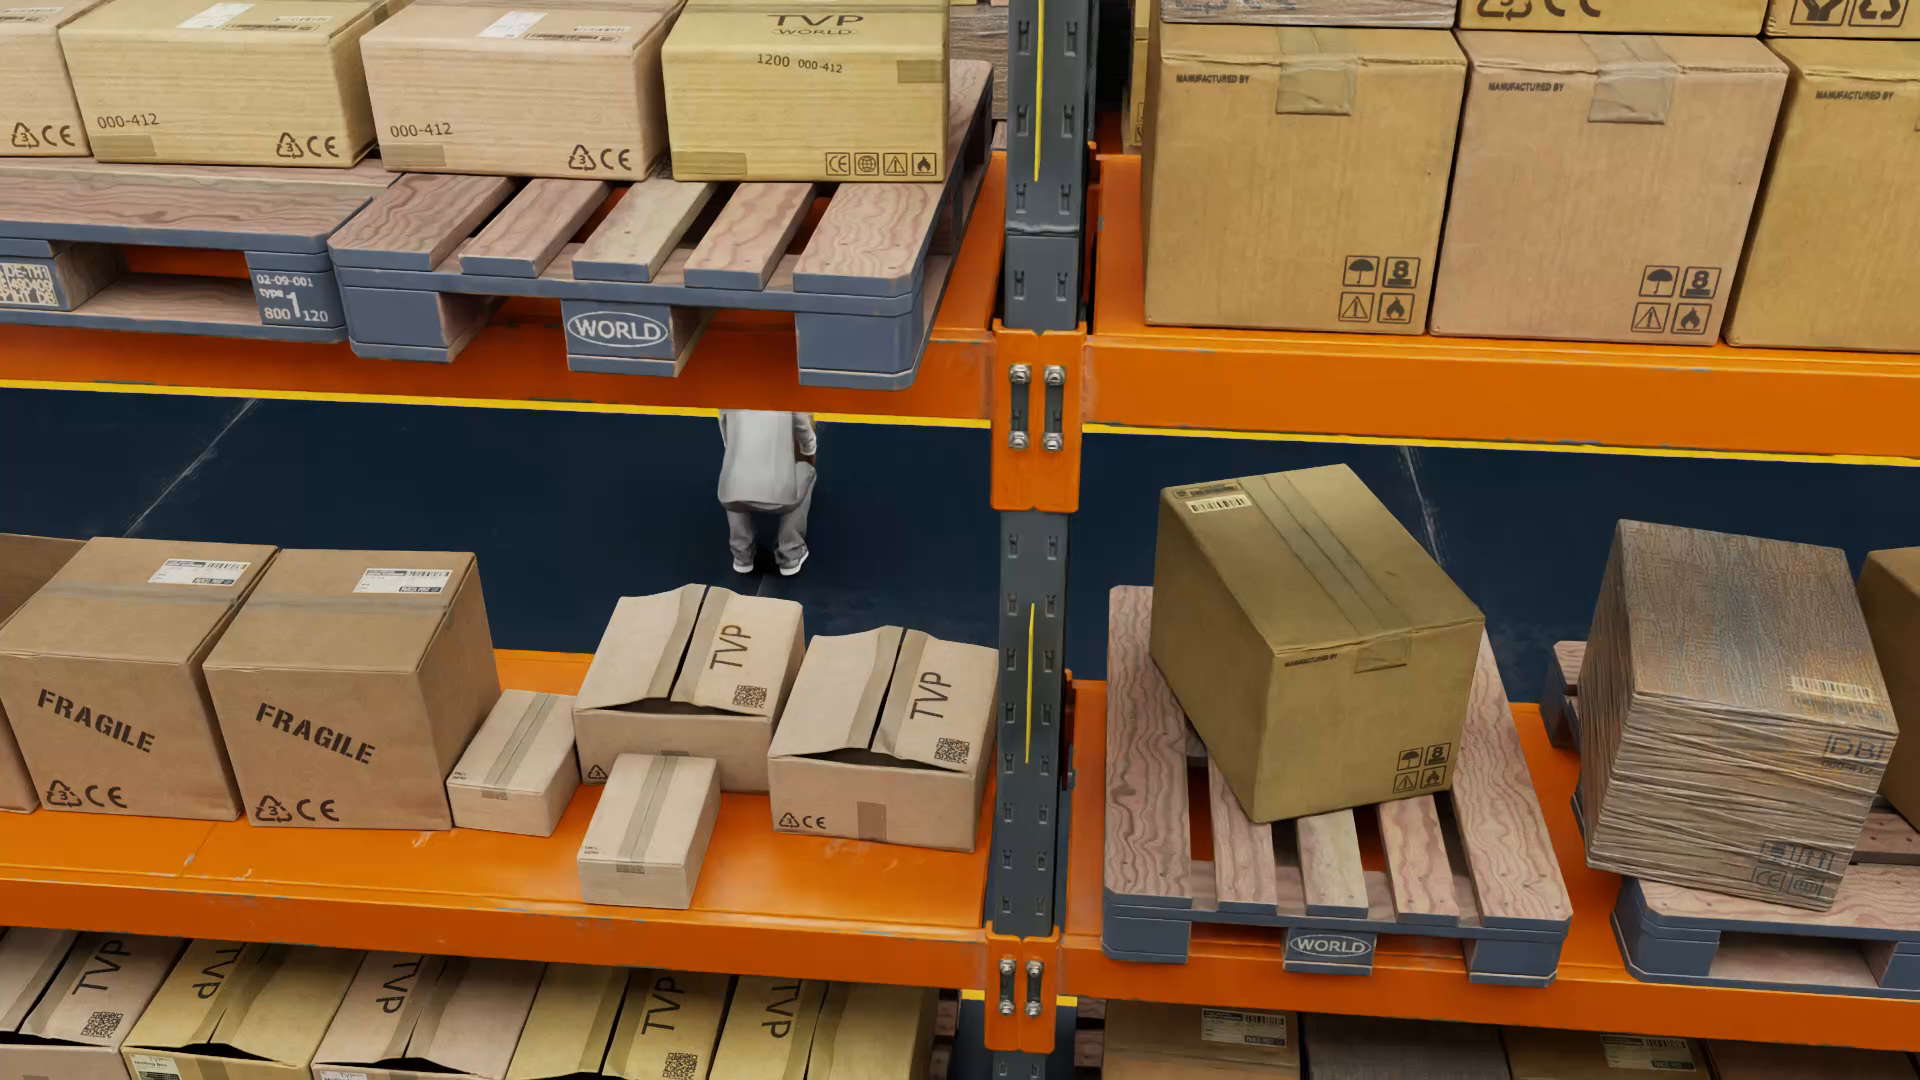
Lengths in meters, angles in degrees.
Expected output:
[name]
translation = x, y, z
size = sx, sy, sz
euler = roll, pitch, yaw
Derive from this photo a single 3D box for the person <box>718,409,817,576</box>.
[person]
translation = -0.868, -0.342, 7.333
size = 0.446, 0.907, 0.806
euler = 2, 32, 4
